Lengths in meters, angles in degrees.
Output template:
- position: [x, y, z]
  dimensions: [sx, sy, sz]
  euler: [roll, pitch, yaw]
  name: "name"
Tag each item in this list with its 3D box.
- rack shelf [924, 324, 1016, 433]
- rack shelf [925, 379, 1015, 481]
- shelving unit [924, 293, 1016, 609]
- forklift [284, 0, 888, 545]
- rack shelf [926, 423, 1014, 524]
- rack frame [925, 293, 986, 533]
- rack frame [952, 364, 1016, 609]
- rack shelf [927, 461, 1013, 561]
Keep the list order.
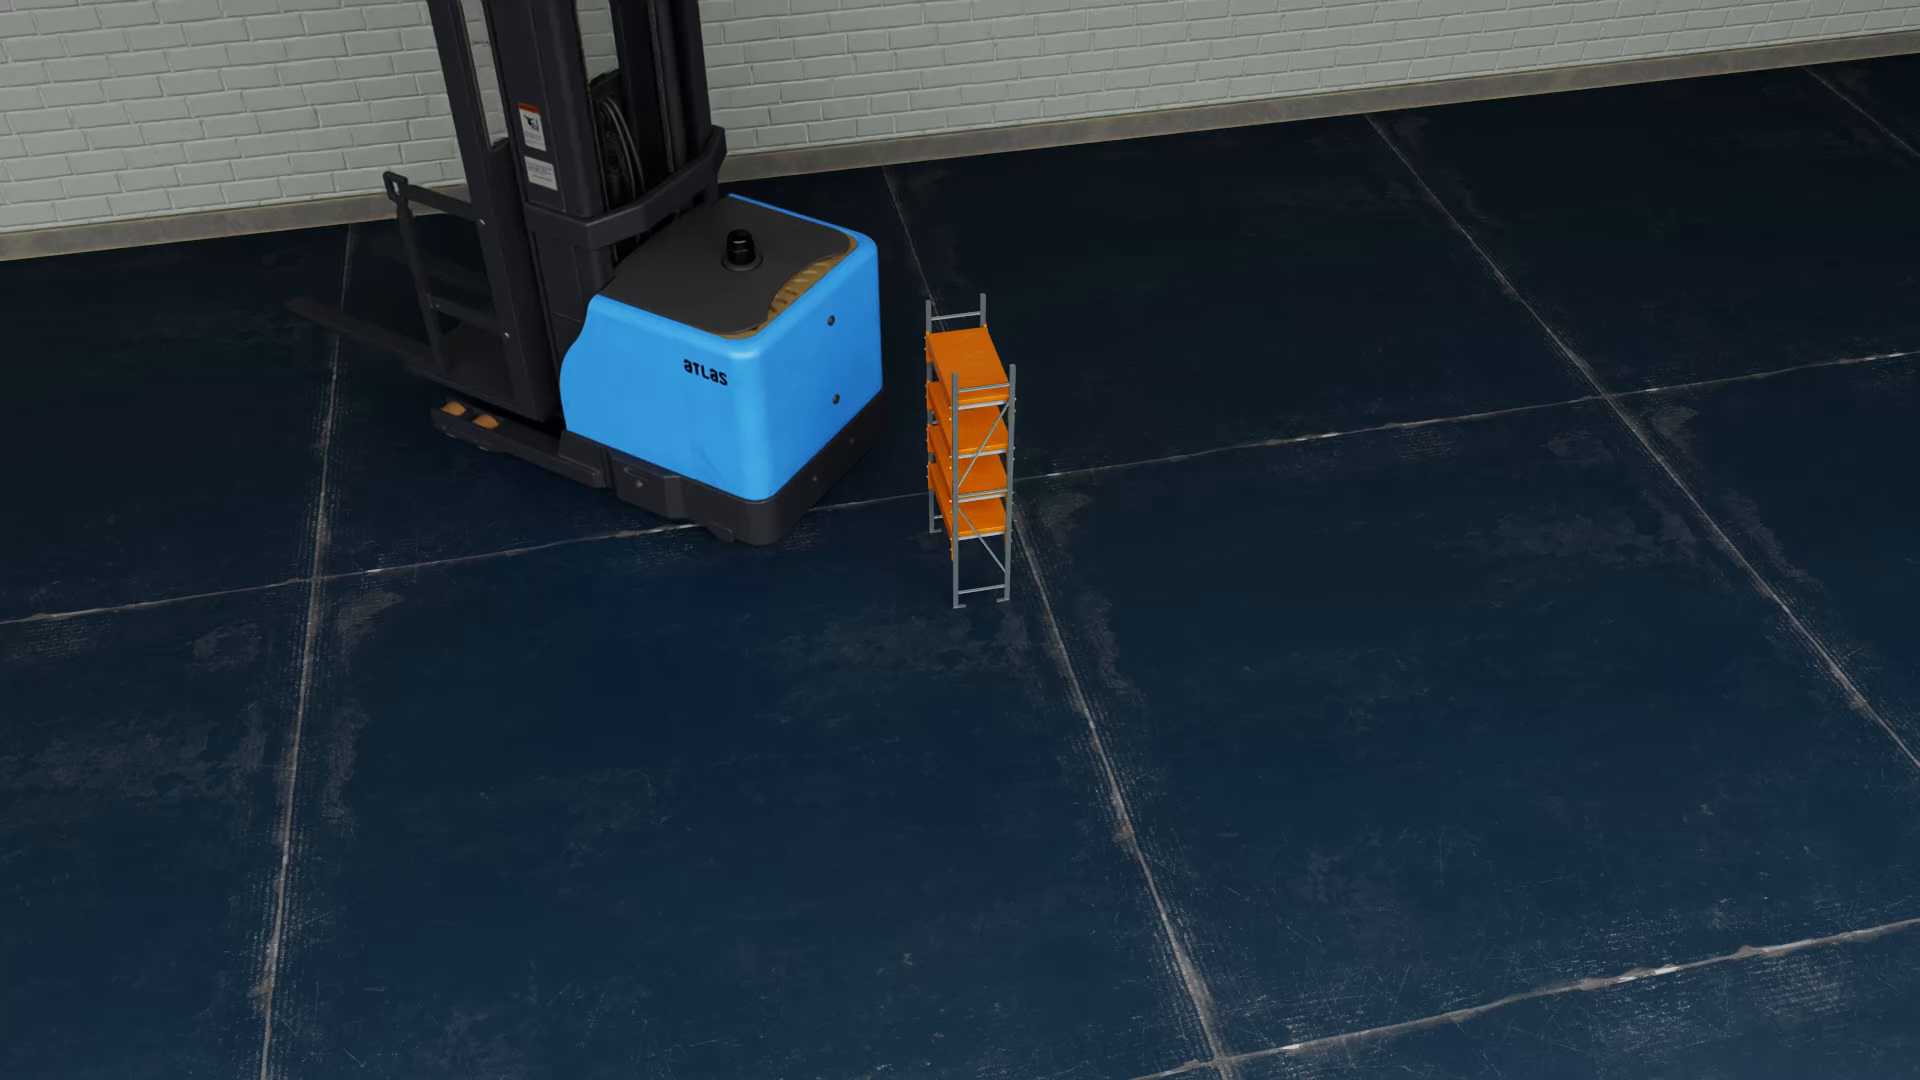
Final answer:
- position: [0.036, -0.635, 6.470]
  dimensions: [0.258, 0.148, 0.480]
  euler: [-8, 42, -9]
  name: "rack shelf"
- position: [0.036, -0.458, 6.627]
  dimensions: [0.258, 0.148, 0.480]
  euler: [-8, 42, -9]
  name: "rack shelf"
- position: [0.036, -0.341, 6.731]
  dimensions: [0.258, 1.200, 0.503]
  euler: [-8, 42, -9]
  name: "shelving unit"
- position: [-1.873, -1.793, 7.062]
  dimensions: [3.031, 2.935, 1.130]
  euler: [21, 46, 22]
  name: "forklift"
- position: [0.036, -0.291, 6.775]
  dimensions: [0.258, 0.148, 0.480]
  euler: [-8, 42, -9]
  name: "rack shelf"
- position: [-0.017, -0.500, 6.909]
  dimensions: [0.240, 1.200, 0.015]
  euler: [-8, 42, -9]
  name: "rack frame"
- position: [0.088, -0.183, 6.553]
  dimensions: [0.240, 1.200, 0.015]
  euler: [-8, 42, -9]
  name: "rack frame"
- position: [0.036, -0.143, 6.907]
  dimensions: [0.258, 0.148, 0.480]
  euler: [-8, 42, -9]
  name: "rack shelf"
